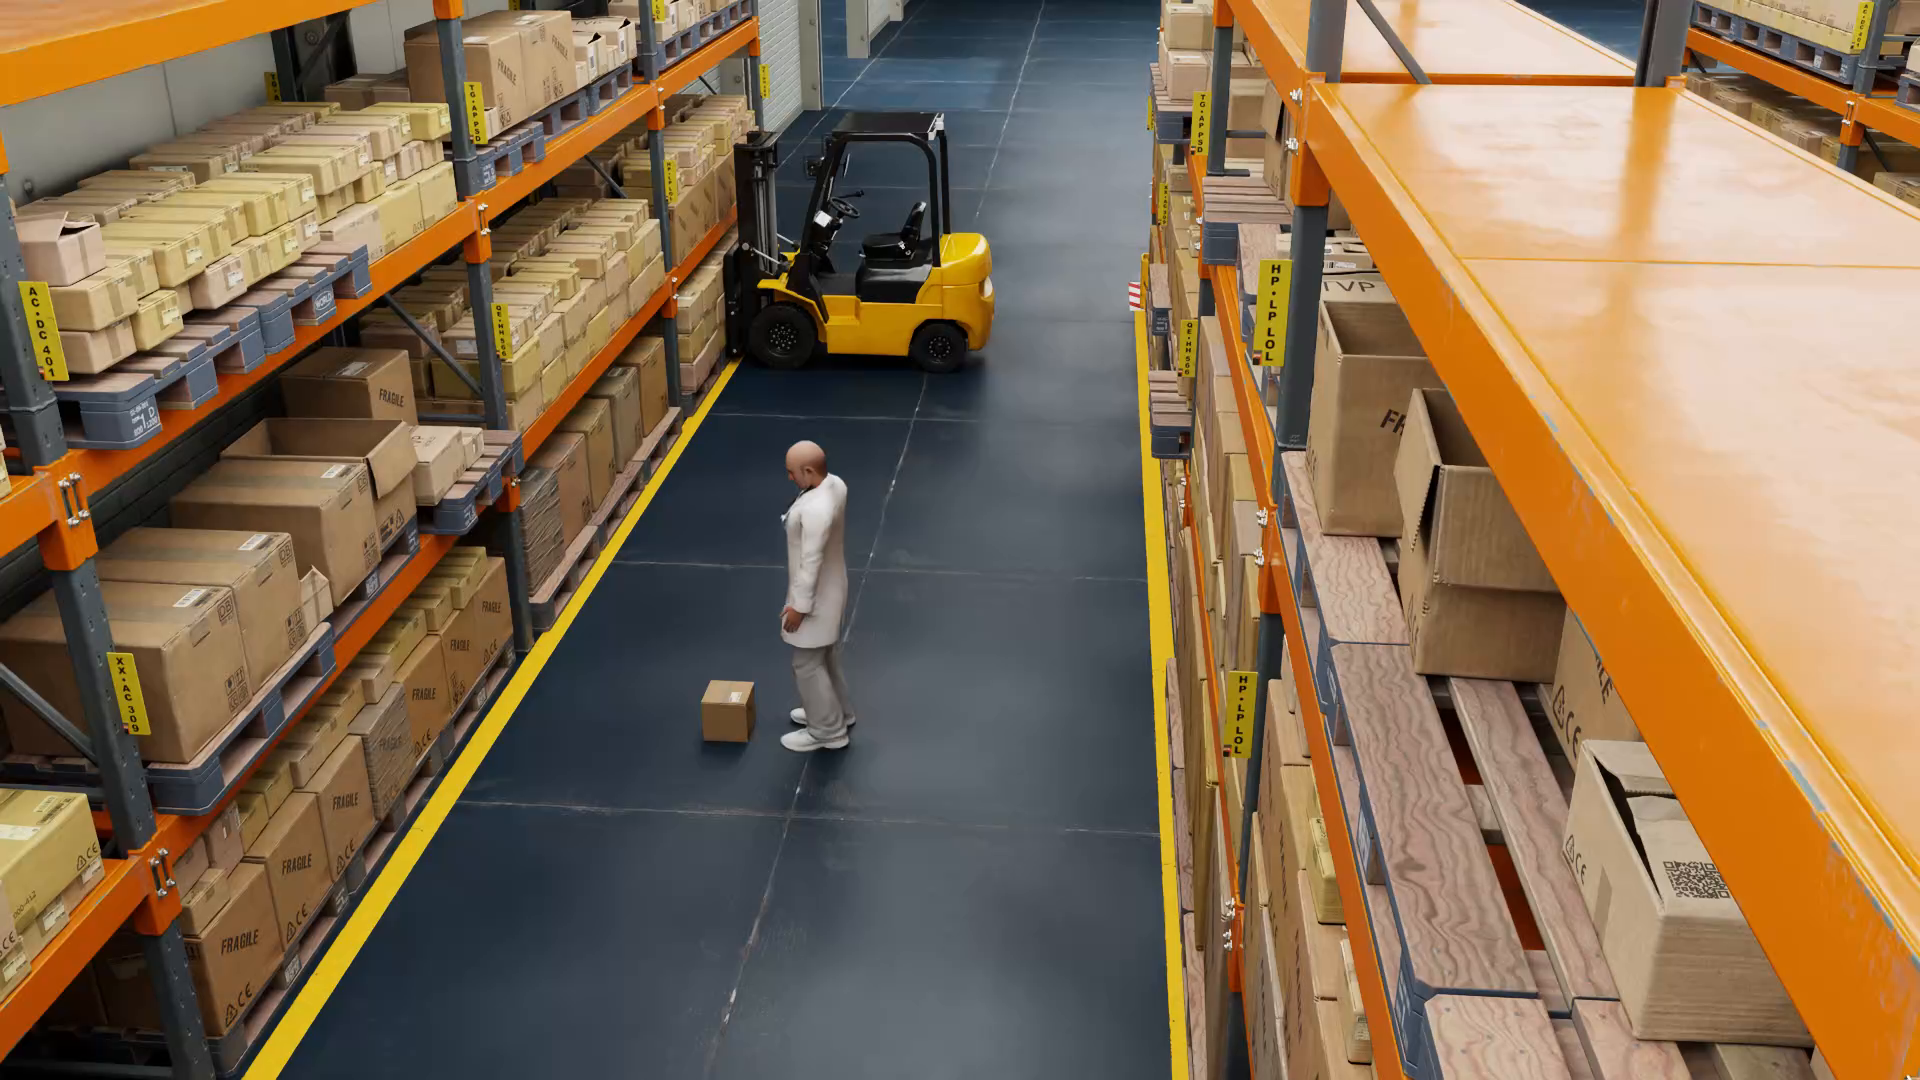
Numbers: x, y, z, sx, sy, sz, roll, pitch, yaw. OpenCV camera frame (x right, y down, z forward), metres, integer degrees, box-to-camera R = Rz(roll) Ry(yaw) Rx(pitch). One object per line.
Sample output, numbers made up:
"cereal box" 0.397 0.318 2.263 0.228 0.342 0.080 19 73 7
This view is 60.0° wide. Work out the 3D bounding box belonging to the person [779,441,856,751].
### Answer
"person" -0.795 0.299 8.980 0.379 1.770 0.565 2 24 5
